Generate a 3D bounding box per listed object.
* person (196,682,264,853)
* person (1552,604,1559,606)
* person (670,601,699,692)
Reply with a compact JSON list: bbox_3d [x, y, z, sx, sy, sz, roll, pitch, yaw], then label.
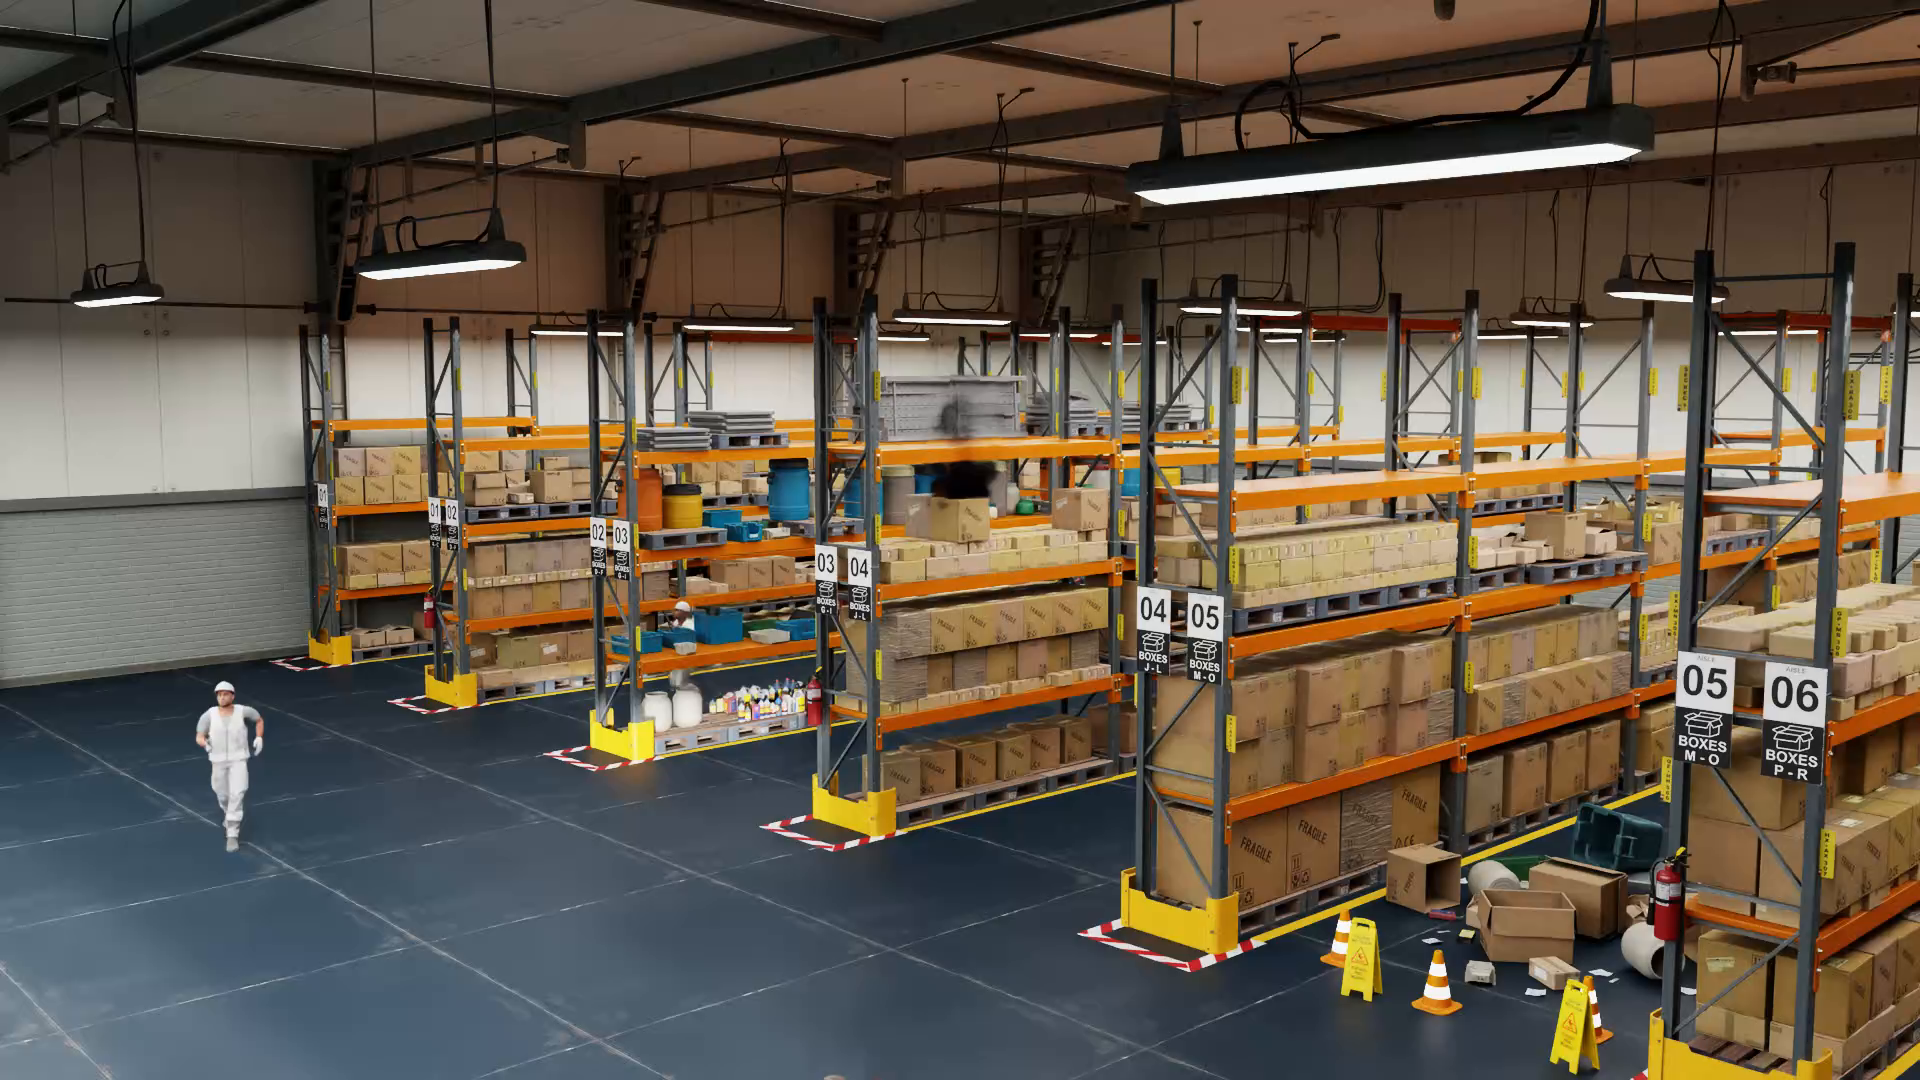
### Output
[{"bbox_3d":[-8.005,2.437,18.245,0.670,1.783,0.995,-2,6,-16],"label":"person"},{"bbox_3d":[8.868,1.816,24.676,0.703,1.734,0.682,-5,7,-38],"label":"person"},{"bbox_3d":[-4.116,1.784,25.052,0.632,1.734,0.691,-6,8,-44],"label":"person"}]
